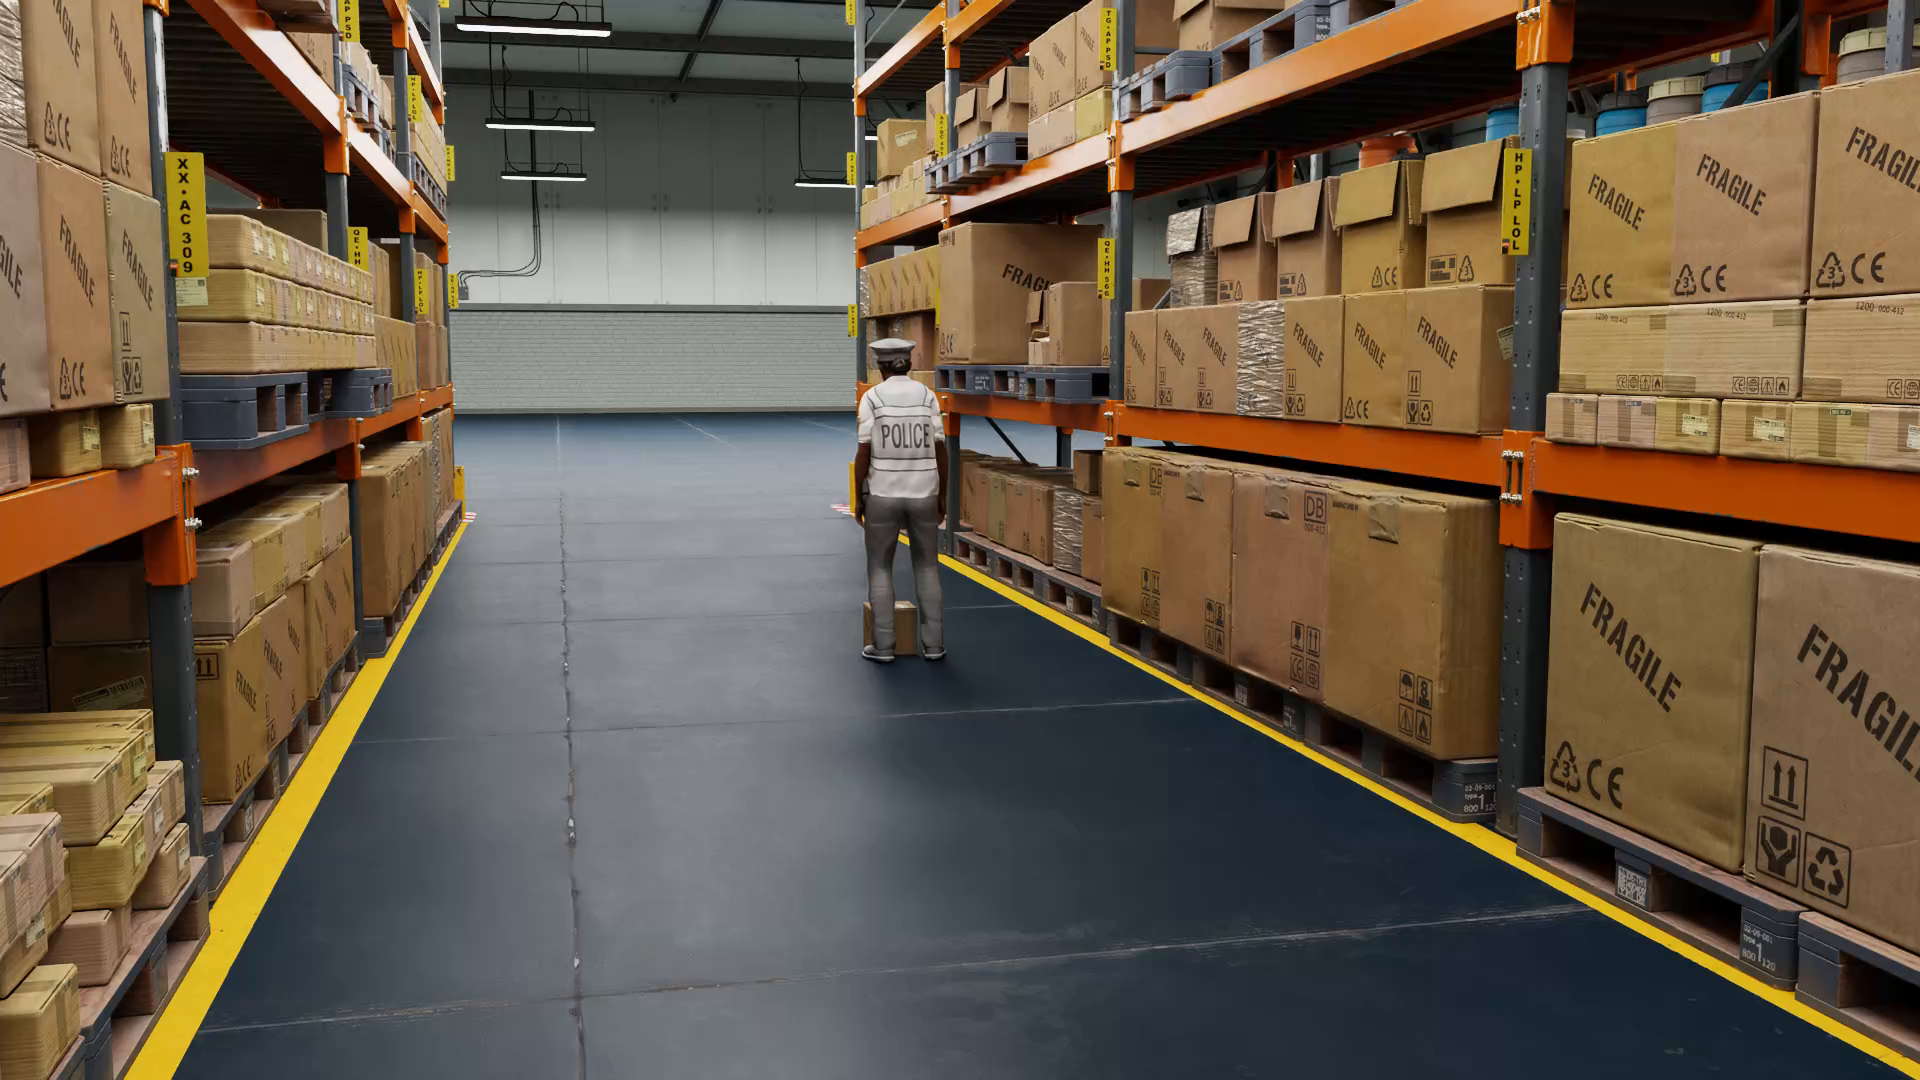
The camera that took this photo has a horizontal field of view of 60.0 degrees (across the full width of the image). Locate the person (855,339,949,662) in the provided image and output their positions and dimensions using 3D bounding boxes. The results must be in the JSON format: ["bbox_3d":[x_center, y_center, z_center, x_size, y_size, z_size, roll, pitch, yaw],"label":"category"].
[{"bbox_3d":[-0.299,-0.204,8.564,0.503,1.656,0.397,-2,6,-14],"label":"person"}]
